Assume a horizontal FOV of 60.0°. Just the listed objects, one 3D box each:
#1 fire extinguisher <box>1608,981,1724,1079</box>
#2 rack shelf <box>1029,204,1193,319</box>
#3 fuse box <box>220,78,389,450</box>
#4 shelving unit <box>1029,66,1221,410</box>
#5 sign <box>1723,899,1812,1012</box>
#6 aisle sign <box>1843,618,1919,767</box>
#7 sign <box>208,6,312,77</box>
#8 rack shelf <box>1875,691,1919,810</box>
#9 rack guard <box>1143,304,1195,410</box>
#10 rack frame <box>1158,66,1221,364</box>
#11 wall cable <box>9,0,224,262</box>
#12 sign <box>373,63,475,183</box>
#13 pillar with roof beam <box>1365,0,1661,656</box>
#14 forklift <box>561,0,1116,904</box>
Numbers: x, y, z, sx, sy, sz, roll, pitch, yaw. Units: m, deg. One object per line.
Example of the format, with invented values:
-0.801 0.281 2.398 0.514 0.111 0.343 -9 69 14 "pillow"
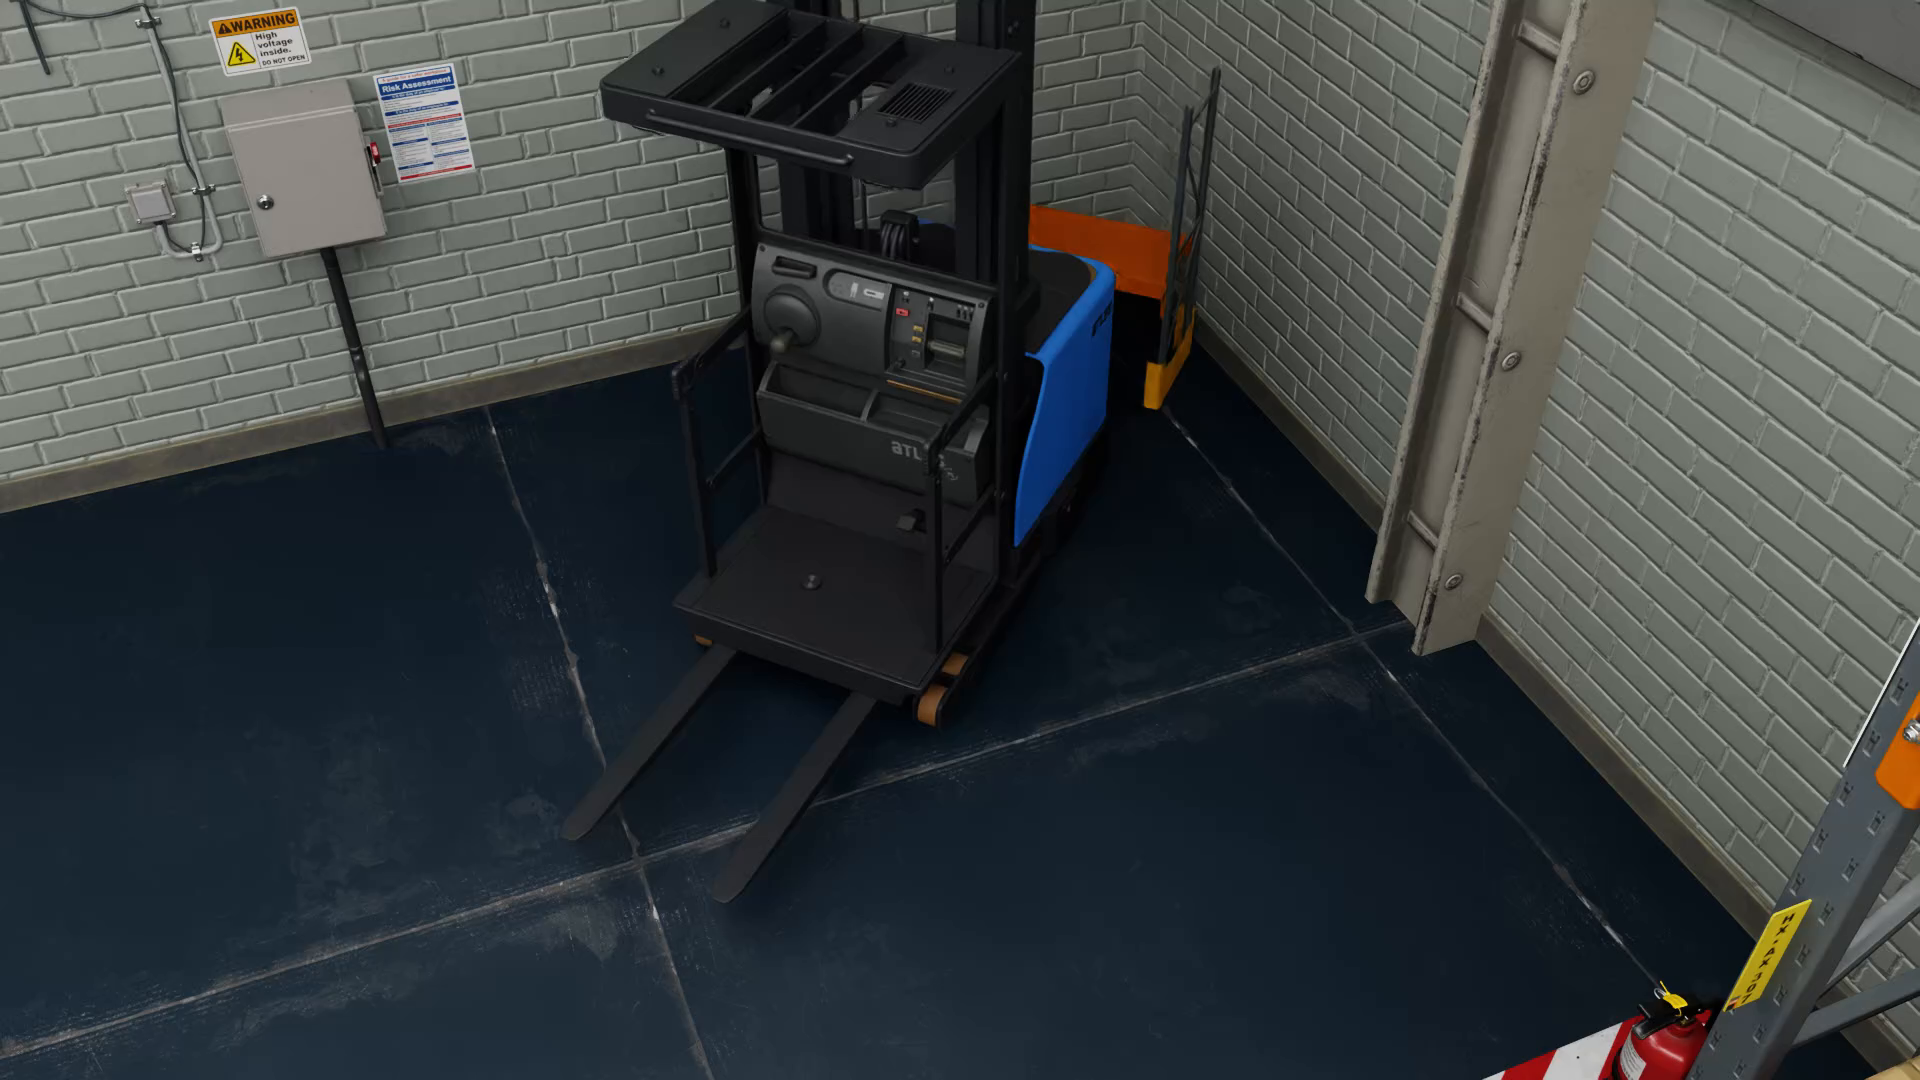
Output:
1.629 1.222 3.873 0.296 0.674 0.183 -15 43 -17 "fire extinguisher"
0.570 -1.361 7.941 1.000 0.185 0.538 15 41 16 "rack shelf"
-2.655 -1.073 7.186 0.539 1.711 0.414 -15 43 -17 "fuse box"
0.564 -1.504 7.831 1.083 1.500 0.587 15 41 16 "shelving unit"
1.611 0.832 3.318 0.100 0.325 0.005 -15 43 -17 "sign"
1.815 0.071 2.873 0.394 0.787 0.004 -15 43 -17 "aisle sign"
-2.785 -1.986 6.625 0.339 0.242 0.001 -15 43 -17 "sign"
2.877 1.365 1.613 1.077 0.370 4.000 -15 43 -17 "rack shelf"
1.018 -0.895 8.081 0.087 0.250 0.587 15 41 16 "rack guard"
1.045 -1.379 7.686 0.032 1.500 0.500 15 41 16 "rack frame"
-3.346 -1.872 6.347 0.588 1.984 0.122 -15 43 -17 "wall cable"
-2.278 -1.774 7.085 0.329 0.494 0.001 -15 43 -17 "sign"
-2.064 -2.025 2.703 9.100 9.000 0.400 -15 43 -17 "pillar with roof beam"
-0.424 -0.722 5.841 1.130 2.935 3.031 17 44 19 "forklift"
